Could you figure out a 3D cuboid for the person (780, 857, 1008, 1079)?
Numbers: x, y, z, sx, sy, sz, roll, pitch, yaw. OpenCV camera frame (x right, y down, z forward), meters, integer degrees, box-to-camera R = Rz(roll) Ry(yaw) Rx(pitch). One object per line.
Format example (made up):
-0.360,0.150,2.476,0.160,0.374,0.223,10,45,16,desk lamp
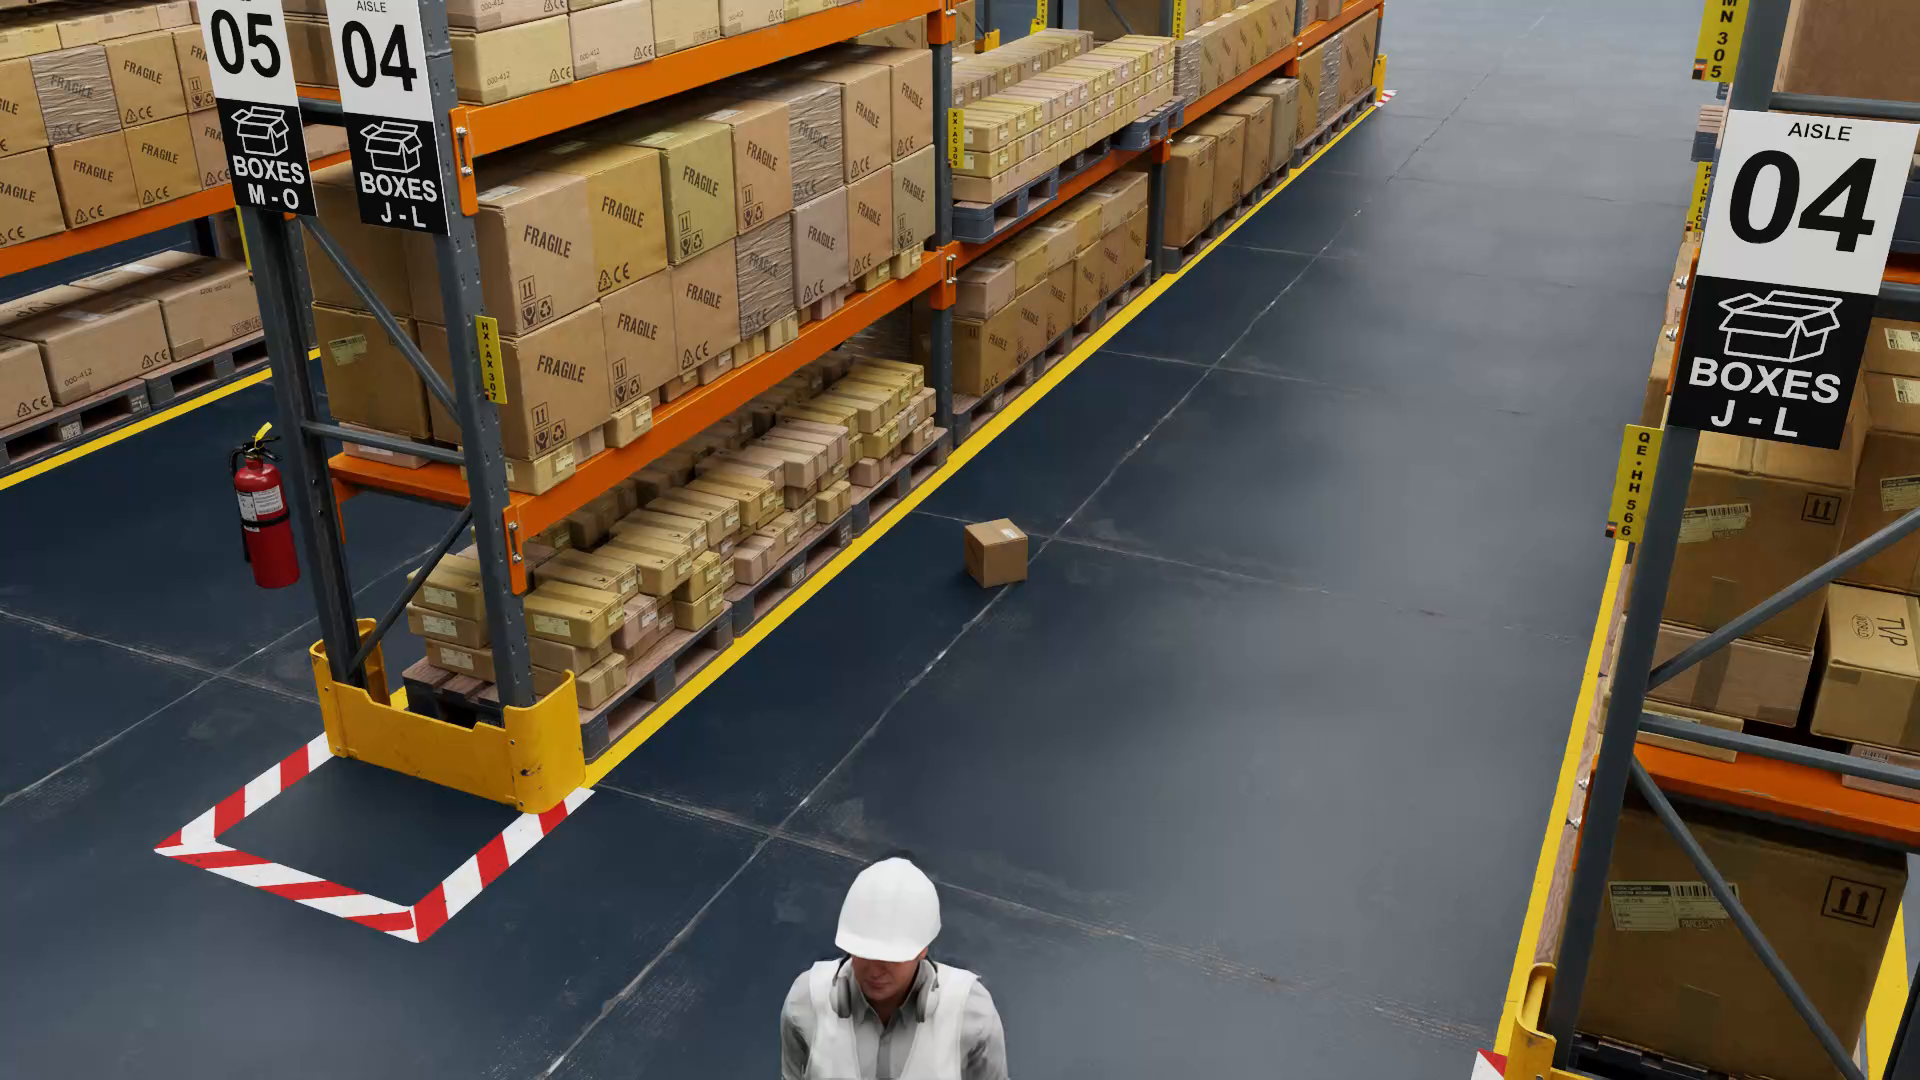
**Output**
-0.151,1.576,3.863,0.547,1.804,0.756,1,26,1,person
